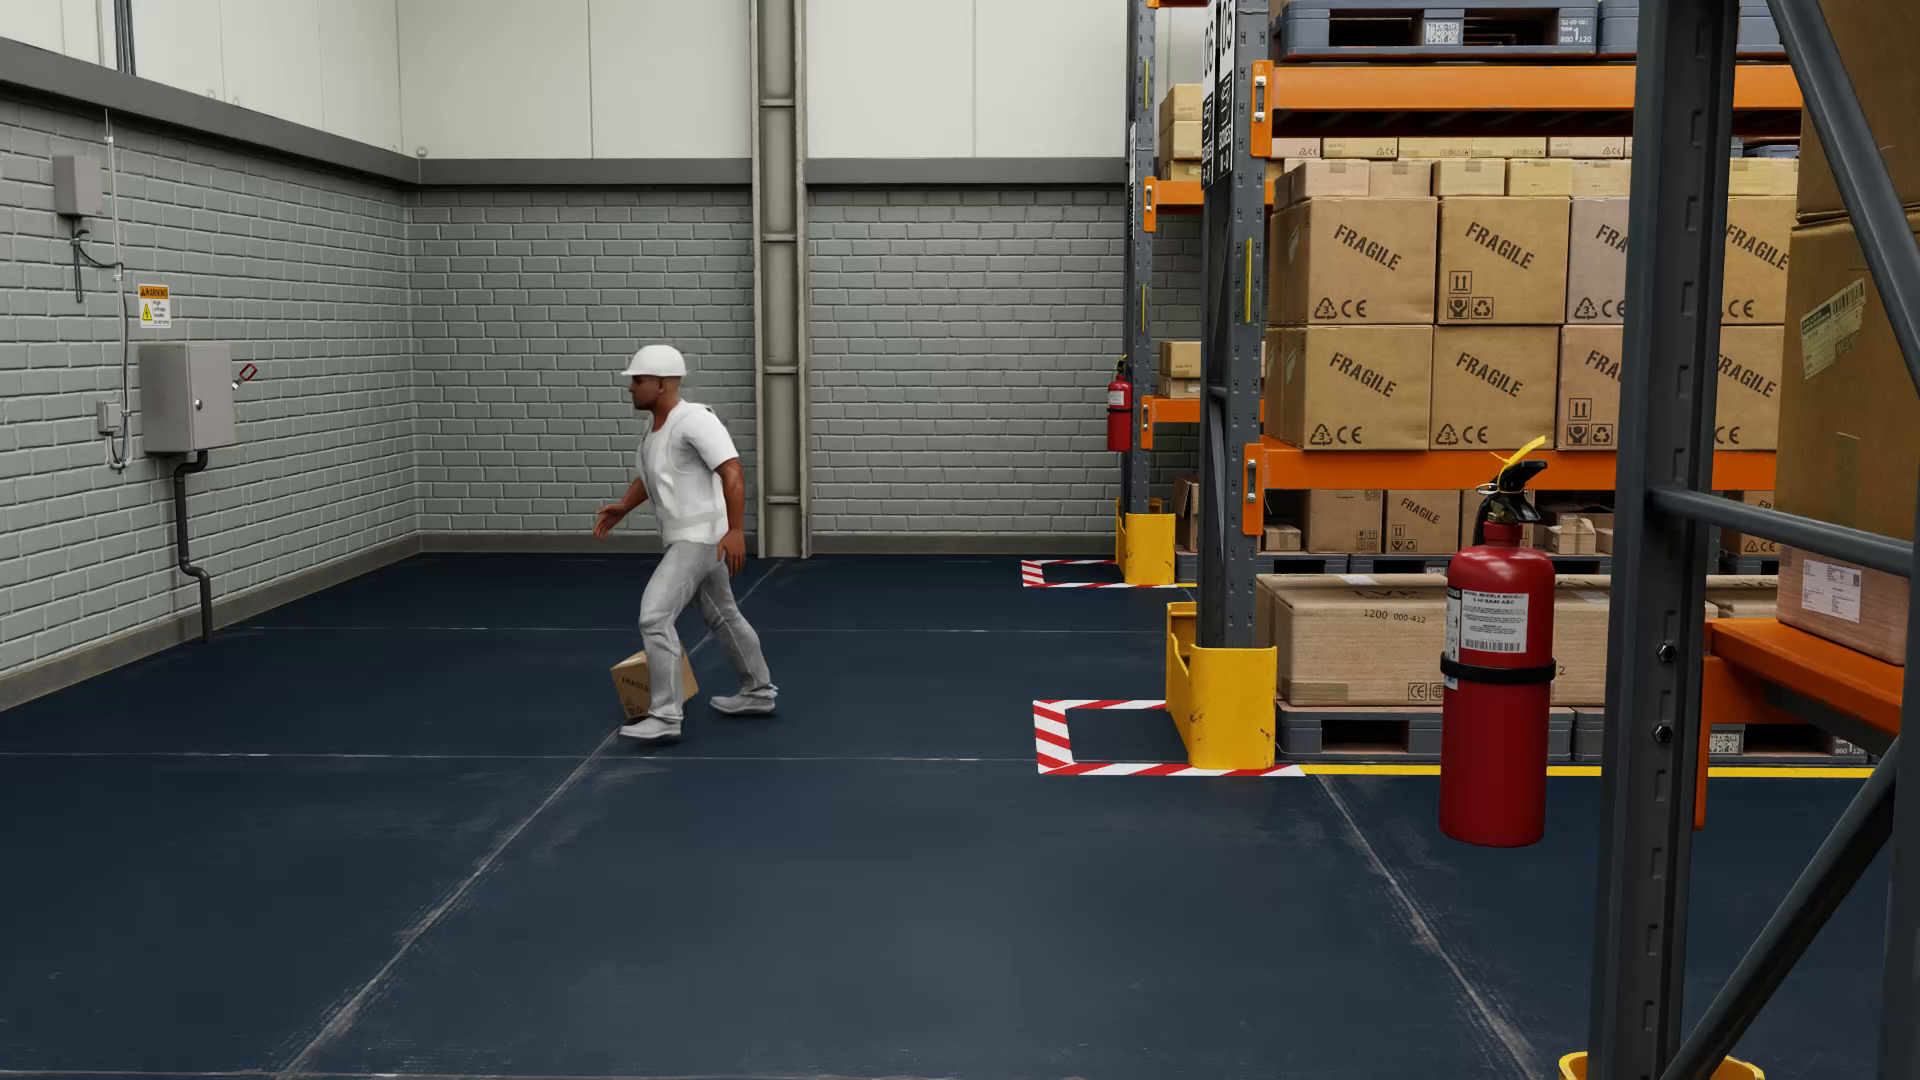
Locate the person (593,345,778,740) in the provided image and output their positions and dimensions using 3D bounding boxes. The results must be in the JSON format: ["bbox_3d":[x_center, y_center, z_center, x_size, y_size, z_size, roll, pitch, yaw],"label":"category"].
[{"bbox_3d":[-1.184,-0.011,7.356,0.824,1.692,0.705,-3,8,-22],"label":"person"}]
